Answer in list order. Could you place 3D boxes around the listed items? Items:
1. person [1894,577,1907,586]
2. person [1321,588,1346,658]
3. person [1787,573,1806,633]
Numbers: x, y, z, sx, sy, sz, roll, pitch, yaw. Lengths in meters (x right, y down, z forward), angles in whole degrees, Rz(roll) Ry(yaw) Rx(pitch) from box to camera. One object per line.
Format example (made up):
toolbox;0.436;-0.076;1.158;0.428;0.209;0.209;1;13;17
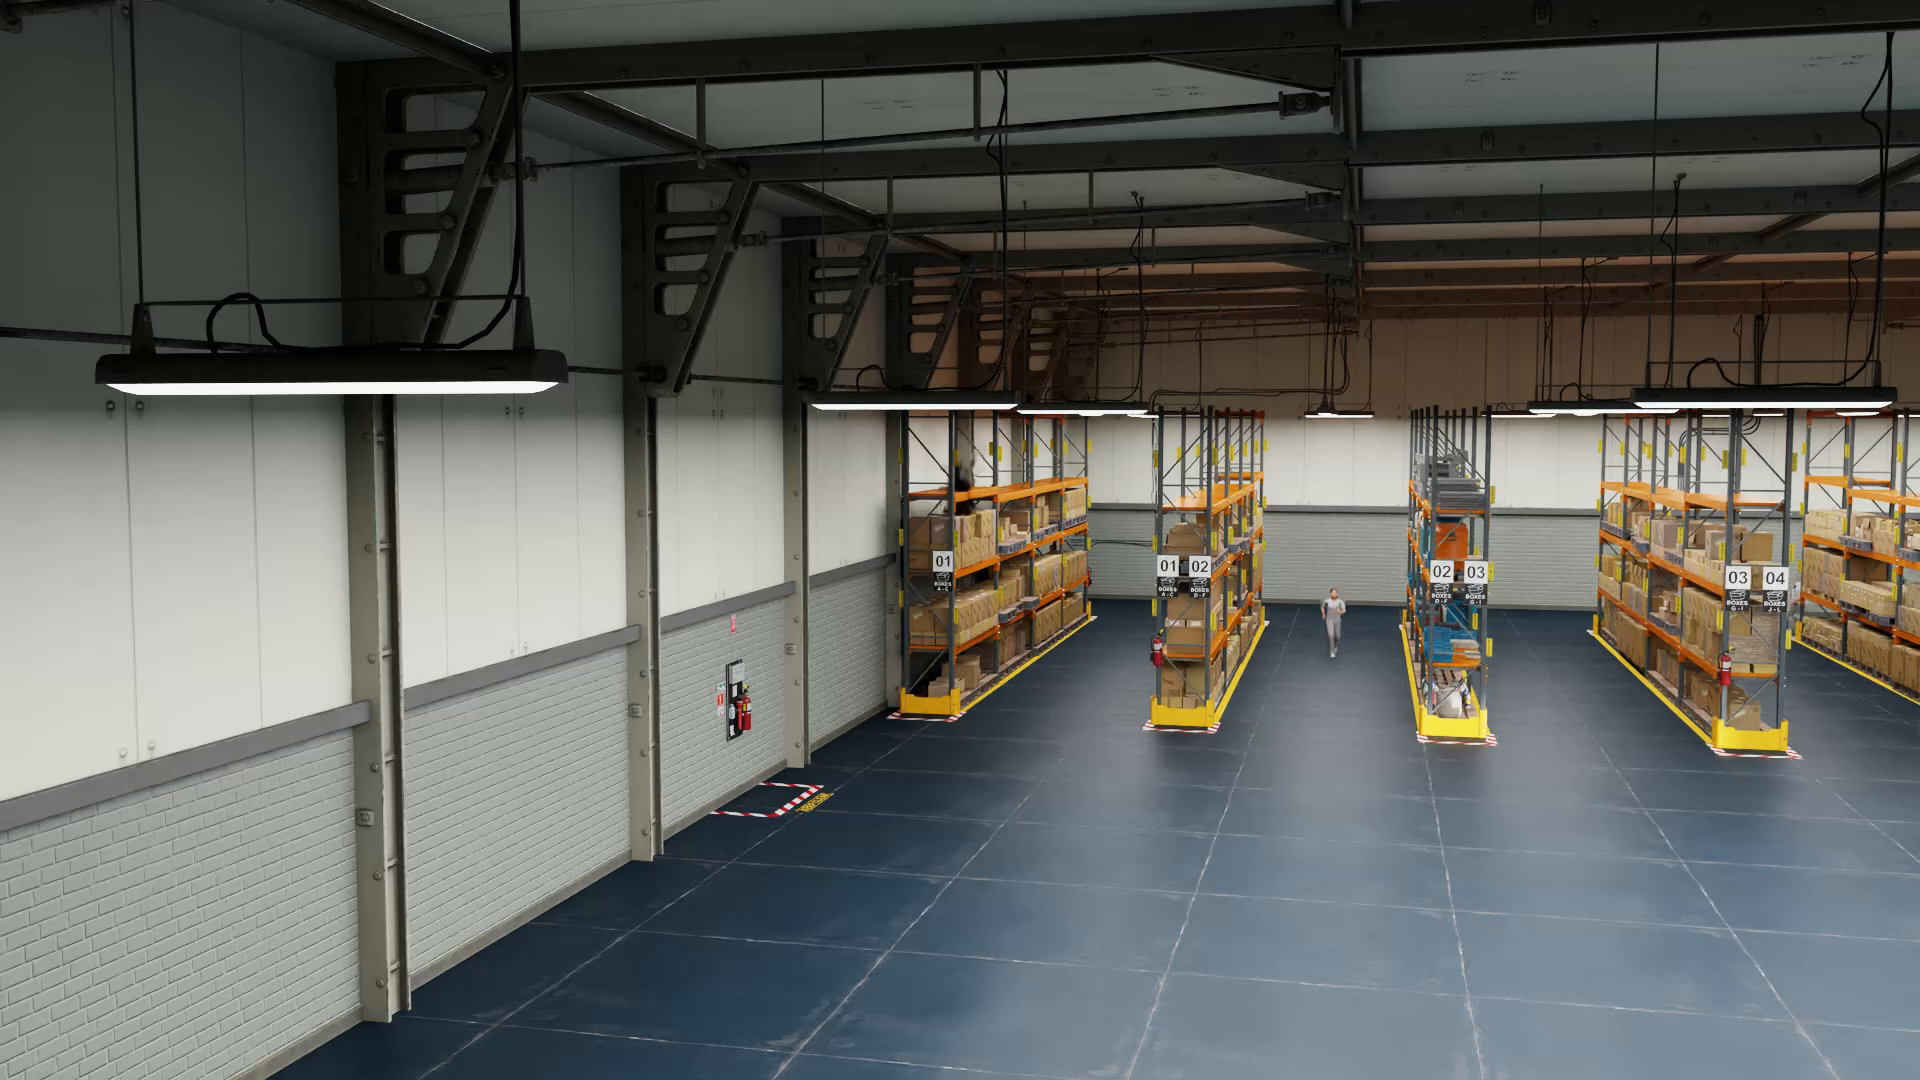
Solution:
person;24.735;1.748;43.878;0.547;1.661;0.600;1;4;11
person;9.057;1.988;40.322;0.573;1.645;0.939;1;4;8
person;22.425;1.673;44.630;0.602;1.699;0.730;3;5;32
